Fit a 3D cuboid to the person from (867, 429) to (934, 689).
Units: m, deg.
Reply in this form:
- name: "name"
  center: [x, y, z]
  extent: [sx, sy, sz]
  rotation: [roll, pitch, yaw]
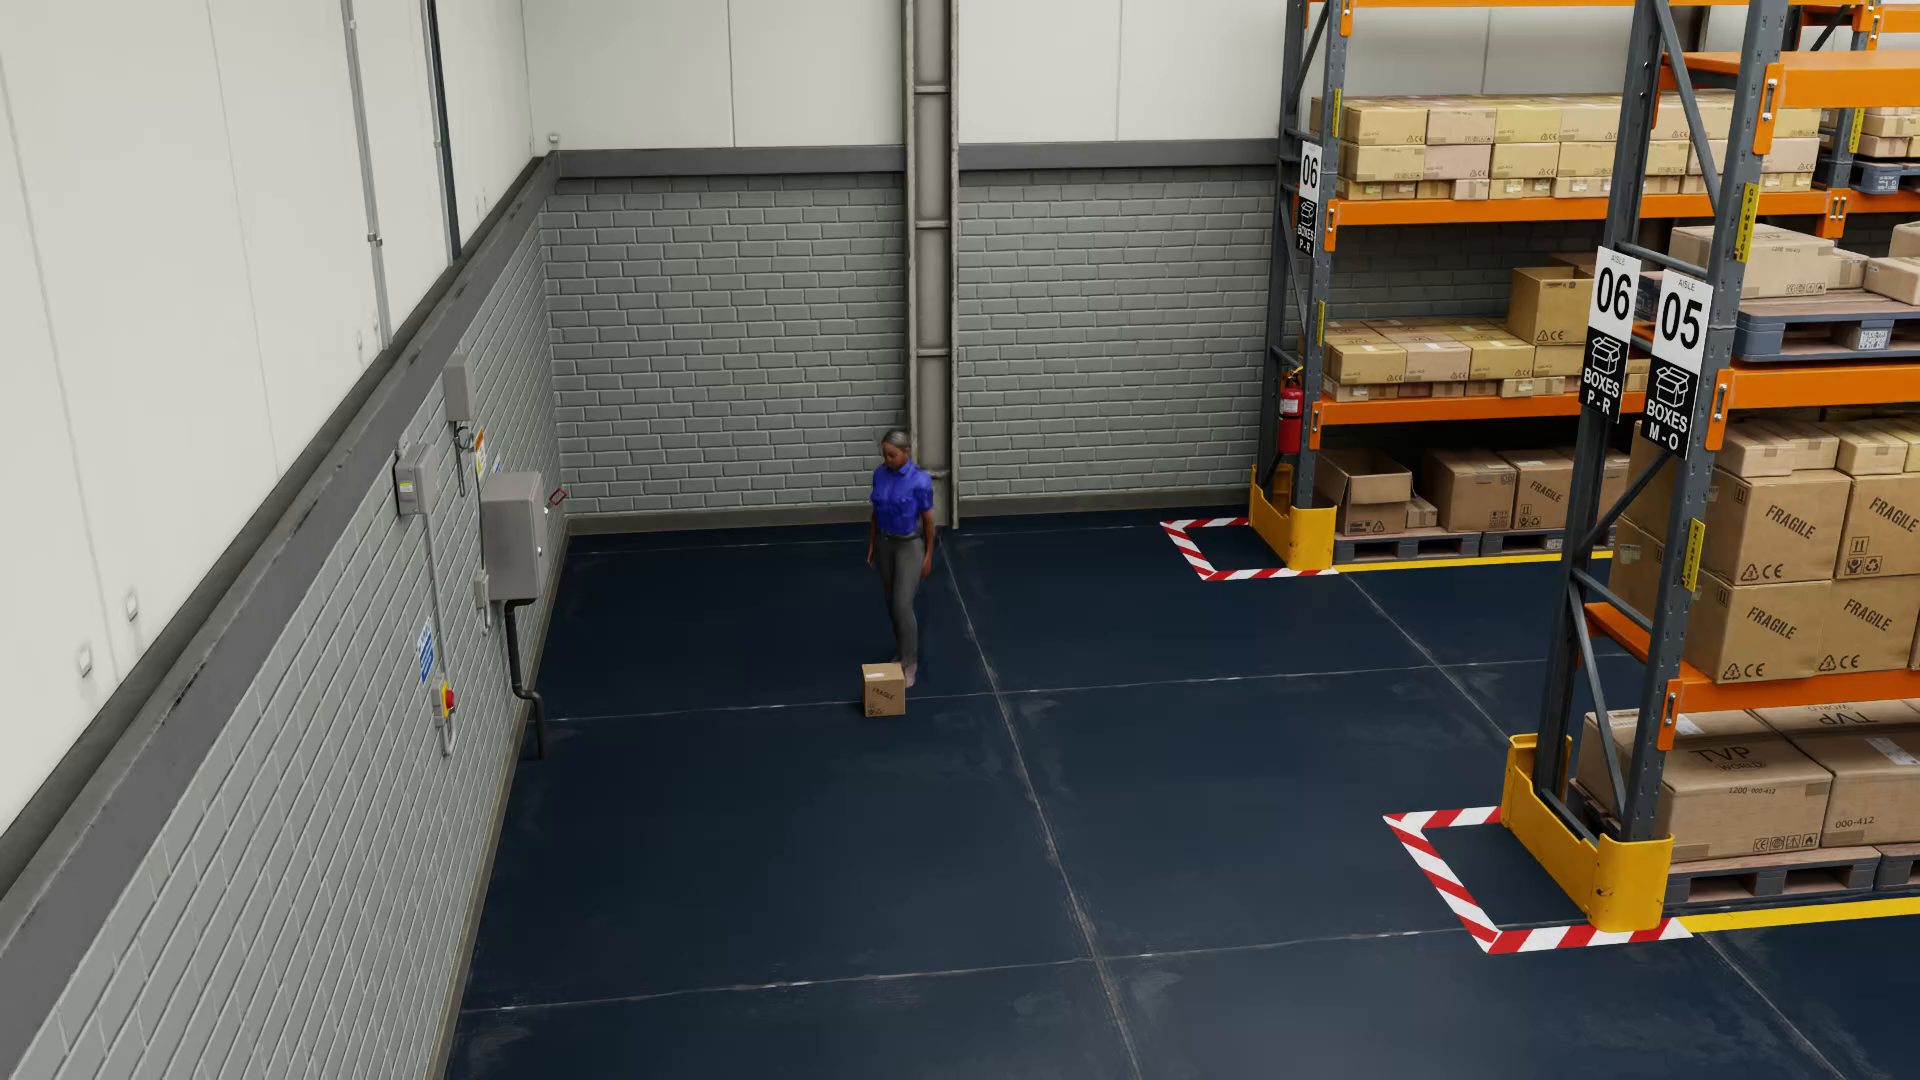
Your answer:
- name: "person"
  center: [-0.427, 0.112, 10.822]
  extent: [0.469, 1.711, 0.438]
  rotation: [14, 24, 34]
